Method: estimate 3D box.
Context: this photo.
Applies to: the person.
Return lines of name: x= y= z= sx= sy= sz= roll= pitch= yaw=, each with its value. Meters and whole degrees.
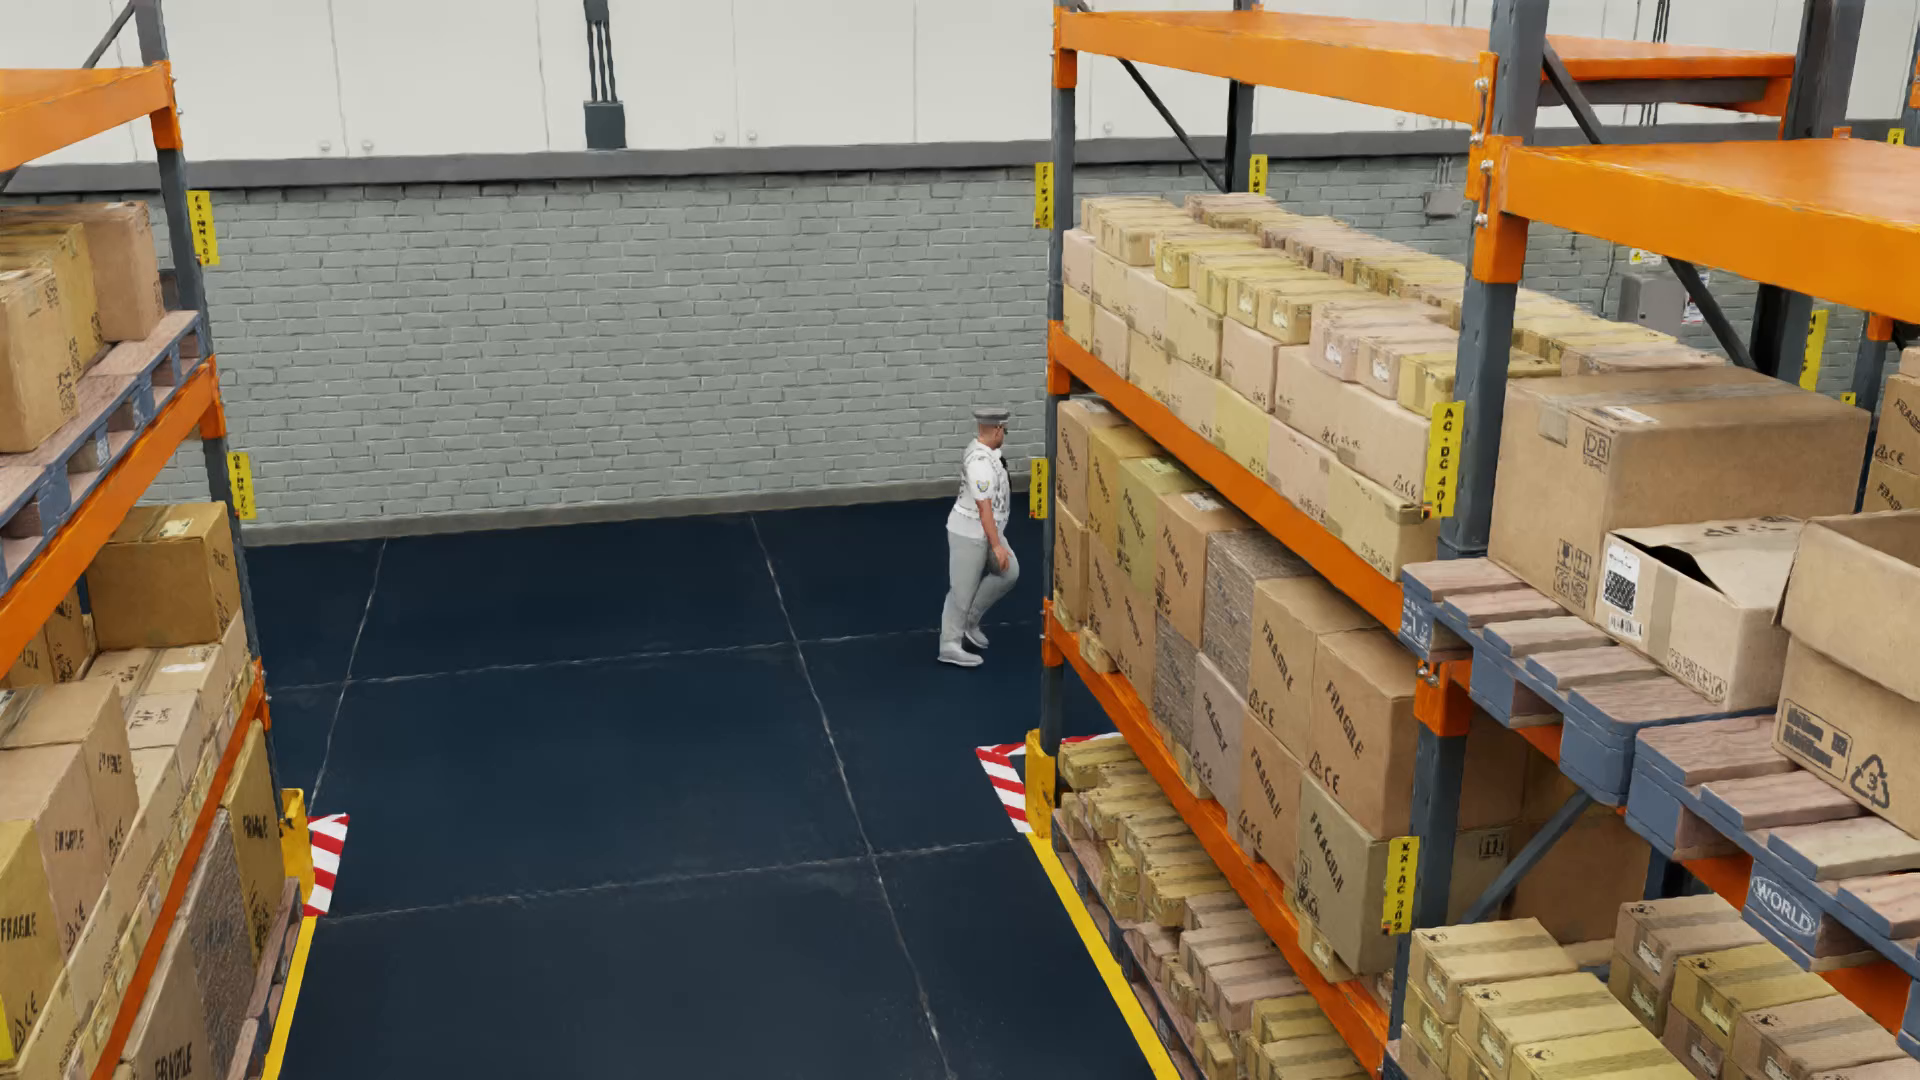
person: x=0.149 y=-0.035 z=11.167 sx=0.524 sy=1.711 sz=0.626 roll=5 pitch=20 yaw=13
